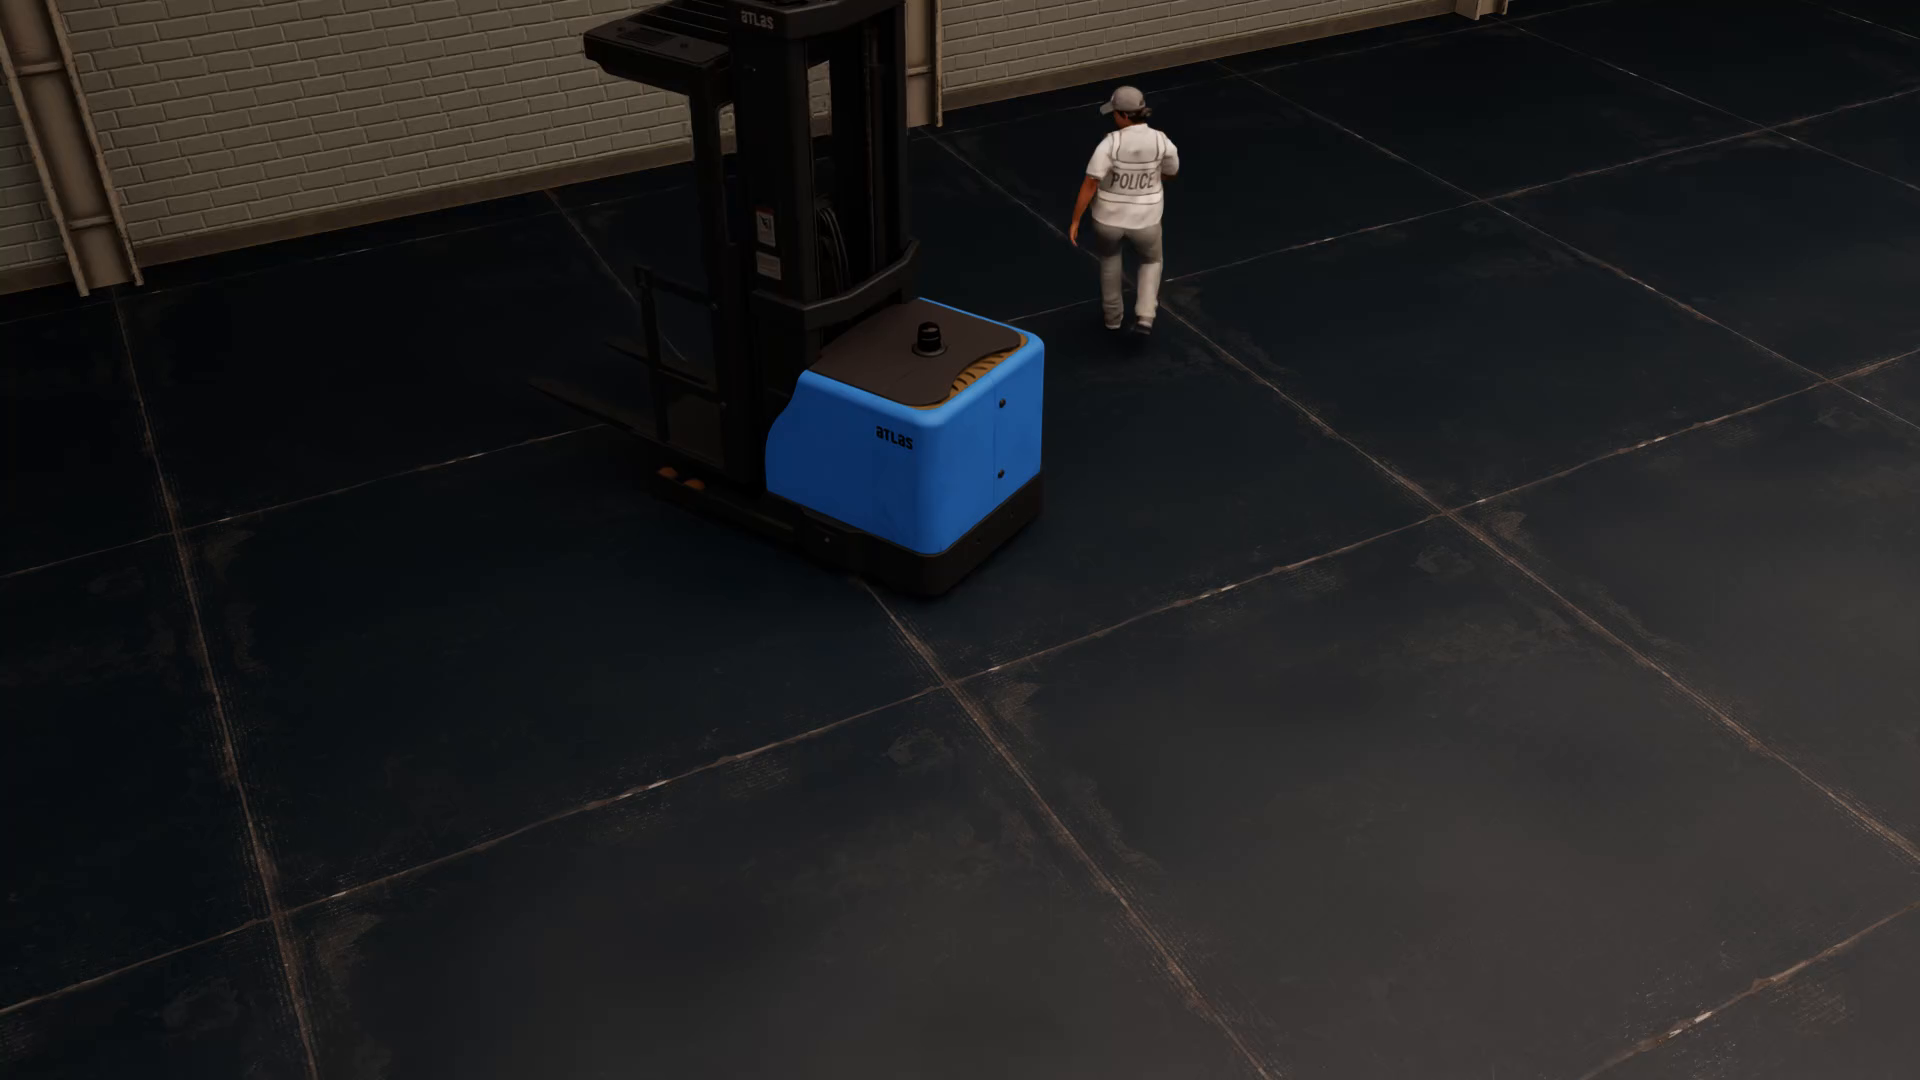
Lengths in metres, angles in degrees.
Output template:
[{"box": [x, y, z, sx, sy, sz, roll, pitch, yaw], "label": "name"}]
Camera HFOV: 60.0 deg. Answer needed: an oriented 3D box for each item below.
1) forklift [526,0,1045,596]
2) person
[{"box": [-1.066, -1.587, 8.369, 3.031, 2.935, 1.130, 22, 41, 28], "label": "forklift"}, {"box": [0.989, -1.973, 10.075, 0.630, 1.610, 0.595, 4, 35, 6], "label": "person"}]
